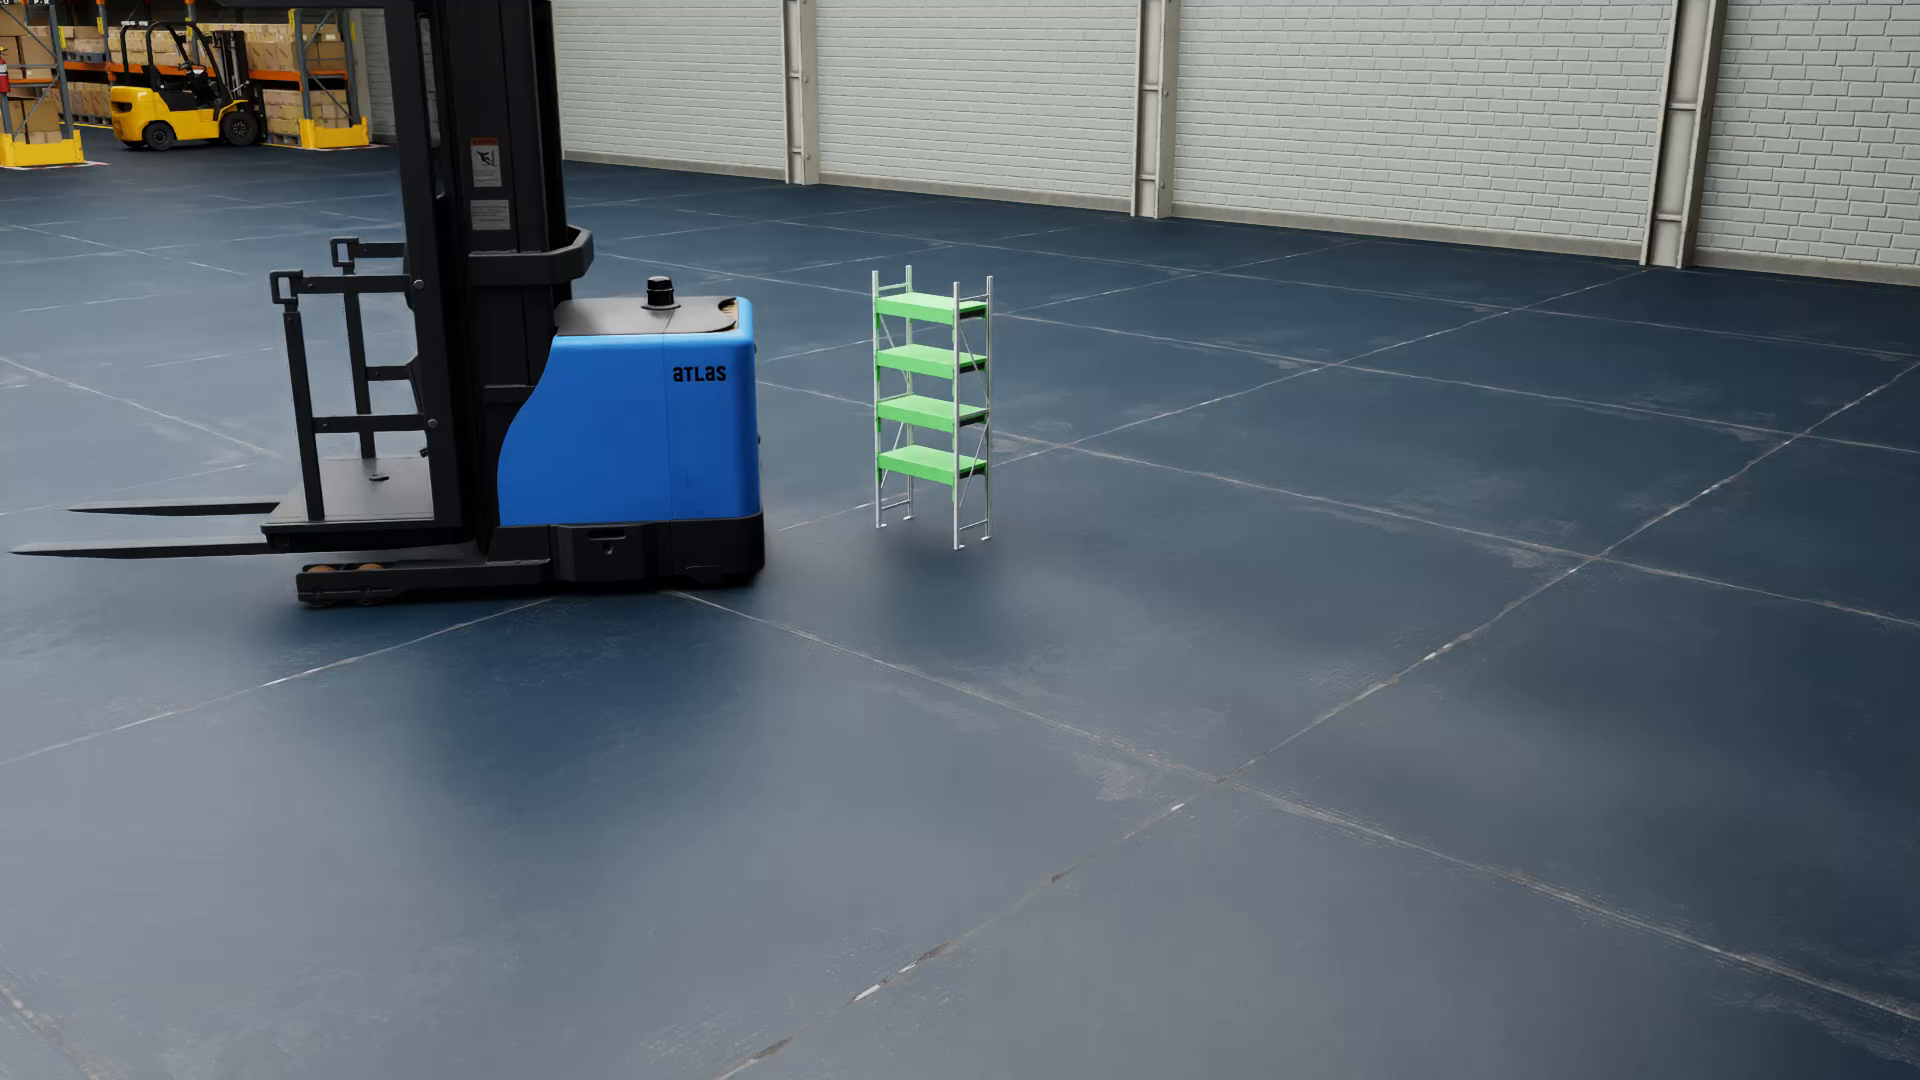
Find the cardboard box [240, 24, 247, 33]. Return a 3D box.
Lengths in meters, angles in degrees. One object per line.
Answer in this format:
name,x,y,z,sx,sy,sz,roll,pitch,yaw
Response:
cardboard box,-13.008,-9.423,30.614,0.250,0.149,0.380,15,23,39

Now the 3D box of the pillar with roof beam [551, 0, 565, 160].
pillar with roof beam,-9.564,-9.563,22.869,0.400,9.000,9.100,15,23,39

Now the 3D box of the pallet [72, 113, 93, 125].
pallet,-18.697,-9.219,36.313,1.213,0.211,1.003,15,23,39

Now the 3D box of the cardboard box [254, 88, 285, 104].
cardboard box,-12.593,-8.127,30.460,0.500,0.250,0.500,15,23,40

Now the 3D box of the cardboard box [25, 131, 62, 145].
cardboard box,-14.984,-6.529,27.077,0.500,0.250,0.500,15,23,39

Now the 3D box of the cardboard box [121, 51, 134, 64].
cardboard box,-16.713,-9.827,33.866,0.500,0.250,0.500,14,23,38

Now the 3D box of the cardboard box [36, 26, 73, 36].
cardboard box,-19.647,-10.944,36.279,0.500,0.500,0.700,15,23,40

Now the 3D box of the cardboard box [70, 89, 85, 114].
cardboard box,-18.876,-9.498,36.017,0.500,0.500,0.500,14,22,37

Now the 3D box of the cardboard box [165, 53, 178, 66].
cardboard box,-15.194,-9.412,32.558,0.500,0.250,0.500,15,23,39

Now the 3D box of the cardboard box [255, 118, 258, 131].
cardboard box,-12.970,-7.755,30.940,0.500,0.250,0.500,16,24,41

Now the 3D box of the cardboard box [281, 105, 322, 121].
cardboard box,-11.843,-7.694,29.920,0.500,0.250,0.500,15,23,39

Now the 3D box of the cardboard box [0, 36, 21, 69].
cardboard box,-15.153,-7.651,26.104,0.500,0.500,0.500,15,23,38

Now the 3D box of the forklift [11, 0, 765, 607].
forklift,-2.381,-1.293,6.842,3.031,2.935,1.130,-2,18,-7

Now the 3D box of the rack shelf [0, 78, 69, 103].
rack shelf,-16.060,-7.474,27.392,4.000,0.370,1.077,15,23,39

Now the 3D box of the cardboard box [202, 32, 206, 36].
cardboard box,-14.200,-9.575,31.587,0.250,0.149,0.380,15,23,38

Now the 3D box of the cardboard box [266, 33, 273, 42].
cardboard box,-12.259,-9.065,29.978,0.250,0.149,0.380,15,23,39

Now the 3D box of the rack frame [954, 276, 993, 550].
rack frame,0.059,-0.556,7.381,0.015,1.200,0.240,15,23,39

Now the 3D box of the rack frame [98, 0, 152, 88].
rack frame,-17.255,-10.145,34.620,0.127,3.000,1.000,15,23,39

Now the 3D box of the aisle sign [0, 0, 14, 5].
aisle sign,-14.710,-8.576,25.378,0.004,0.787,0.394,15,23,39

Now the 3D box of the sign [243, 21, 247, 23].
sign,-13.896,-9.918,32.343,0.005,0.325,0.100,15,23,39

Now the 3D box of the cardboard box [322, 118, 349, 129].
cardboard box,-11.509,-7.571,30.361,0.500,0.250,0.500,15,23,39

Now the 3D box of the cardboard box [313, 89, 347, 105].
cardboard box,-11.506,-8.044,30.199,0.500,0.250,0.500,15,23,38

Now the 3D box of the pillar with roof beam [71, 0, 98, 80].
pillar with roof beam,-23.027,-13.177,34.257,0.400,9.000,9.100,15,23,39

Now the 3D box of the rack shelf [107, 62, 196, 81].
rack shelf,-15.760,-9.401,33.463,4.000,0.370,1.077,15,23,39

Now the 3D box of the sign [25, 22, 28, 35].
sign,-20.602,-11.237,36.628,0.005,0.325,0.100,15,23,39

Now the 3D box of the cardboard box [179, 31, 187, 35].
cardboard box,-14.872,-9.765,32.184,0.250,0.149,0.380,15,23,38

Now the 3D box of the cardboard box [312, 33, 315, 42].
cardboard box,-11.580,-9.058,29.956,0.250,0.149,0.380,15,23,39

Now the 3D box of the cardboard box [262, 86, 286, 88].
cardboard box,-13.009,-8.450,31.477,0.500,0.250,0.500,15,23,40

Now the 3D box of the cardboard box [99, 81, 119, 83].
cardboard box,-18.615,-9.950,36.370,0.250,0.149,0.380,14,22,37

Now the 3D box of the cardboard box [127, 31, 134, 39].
cardboard box,-16.599,-10.223,33.626,0.250,0.149,0.380,15,23,40

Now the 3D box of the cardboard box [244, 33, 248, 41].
cardboard box,-13.057,-9.260,30.594,0.250,0.149,0.380,14,23,38

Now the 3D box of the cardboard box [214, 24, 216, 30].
cardboard box,-13.770,-9.628,31.262,0.250,0.149,0.380,14,23,38

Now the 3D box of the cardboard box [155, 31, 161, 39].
cardboard box,-15.642,-9.967,32.821,0.250,0.149,0.380,15,23,40

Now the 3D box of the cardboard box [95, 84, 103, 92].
cardboard box,-18.018,-9.553,35.119,0.250,0.149,0.380,14,22,36

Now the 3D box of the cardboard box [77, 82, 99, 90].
cardboard box,-18.766,-9.777,35.827,0.250,0.149,0.380,14,22,37

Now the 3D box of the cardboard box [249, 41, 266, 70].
cardboard box,-12.580,-8.835,30.326,0.500,0.500,0.500,14,23,38

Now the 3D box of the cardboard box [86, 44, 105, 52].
cardboard box,-18.001,-10.271,34.736,0.250,0.149,0.380,16,23,40

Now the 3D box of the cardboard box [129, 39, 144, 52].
cardboard box,-16.333,-9.958,33.450,0.500,0.250,0.500,14,23,38

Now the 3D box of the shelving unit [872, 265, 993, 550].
shelving unit,-0.124,-0.605,7.535,0.503,1.200,0.258,15,23,39

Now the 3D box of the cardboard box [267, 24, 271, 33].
cardboard box,-12.235,-9.217,29.967,0.250,0.149,0.380,15,23,40

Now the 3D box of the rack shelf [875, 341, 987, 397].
rack shelf,-0.124,-0.773,7.482,0.480,0.148,0.258,15,23,39

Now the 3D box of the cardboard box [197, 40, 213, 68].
cardboard box,-14.105,-9.241,31.607,0.500,0.500,0.500,14,22,38

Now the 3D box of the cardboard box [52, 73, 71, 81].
cardboard box,-19.929,-10.234,36.775,0.250,0.149,0.380,14,22,37

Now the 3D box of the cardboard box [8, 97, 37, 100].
cardboard box,-15.396,-6.995,27.306,0.500,0.500,0.500,14,22,37

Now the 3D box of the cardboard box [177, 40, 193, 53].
cardboard box,-14.801,-9.550,32.165,0.500,0.250,0.500,14,23,38
